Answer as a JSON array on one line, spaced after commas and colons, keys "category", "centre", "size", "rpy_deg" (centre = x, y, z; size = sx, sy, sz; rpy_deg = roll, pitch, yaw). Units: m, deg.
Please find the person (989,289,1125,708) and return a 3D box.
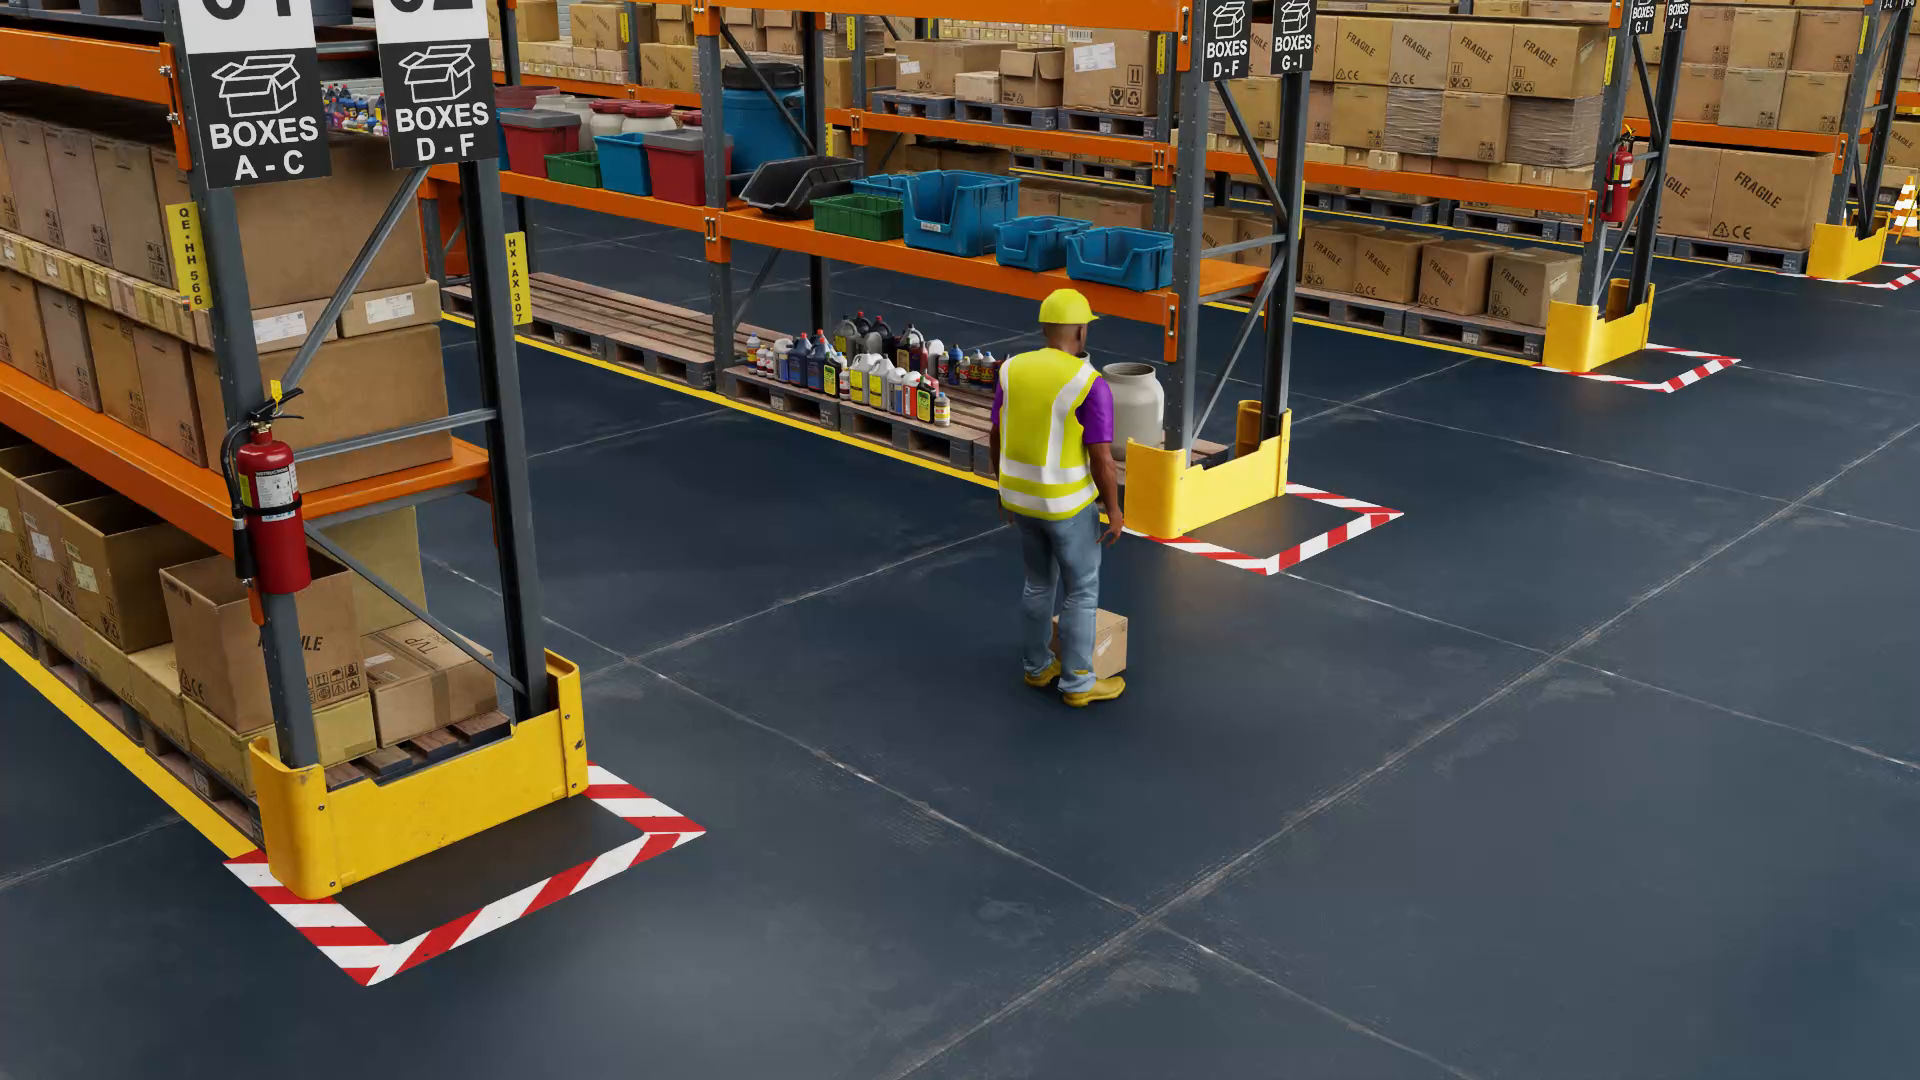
[{"category": "person", "centre": [0.411, -0.182, 7.040], "size": [0.634, 1.759, 0.460], "rpy_deg": [17, 26, 38]}]
